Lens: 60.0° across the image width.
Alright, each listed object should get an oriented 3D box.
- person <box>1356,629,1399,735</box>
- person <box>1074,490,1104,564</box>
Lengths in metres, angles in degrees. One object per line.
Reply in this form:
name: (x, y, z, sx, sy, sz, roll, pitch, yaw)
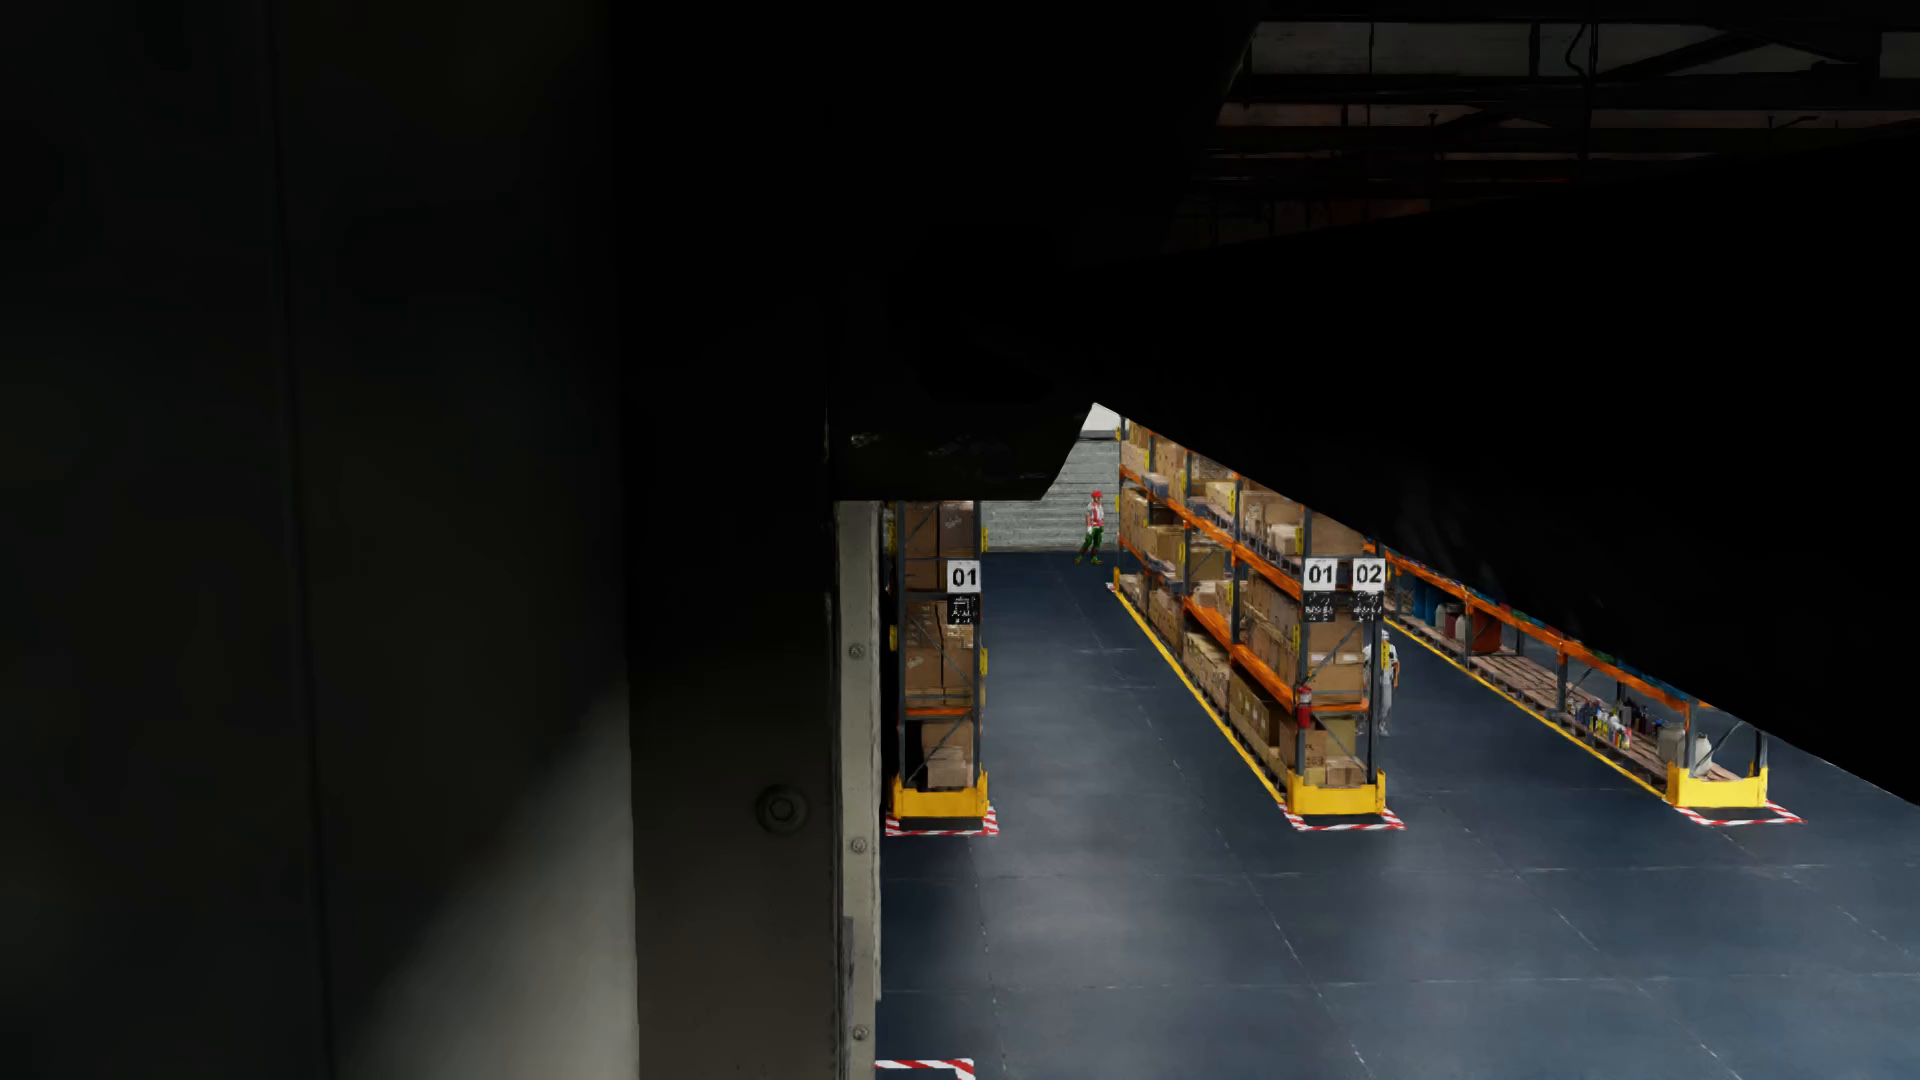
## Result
person: (6.087, 2.069, 24.224, 0.625, 1.611, 0.575, -1, 8, -5)
person: (3.130, -0.307, 40.038, 0.739, 1.781, 0.521, -8, 11, -43)
